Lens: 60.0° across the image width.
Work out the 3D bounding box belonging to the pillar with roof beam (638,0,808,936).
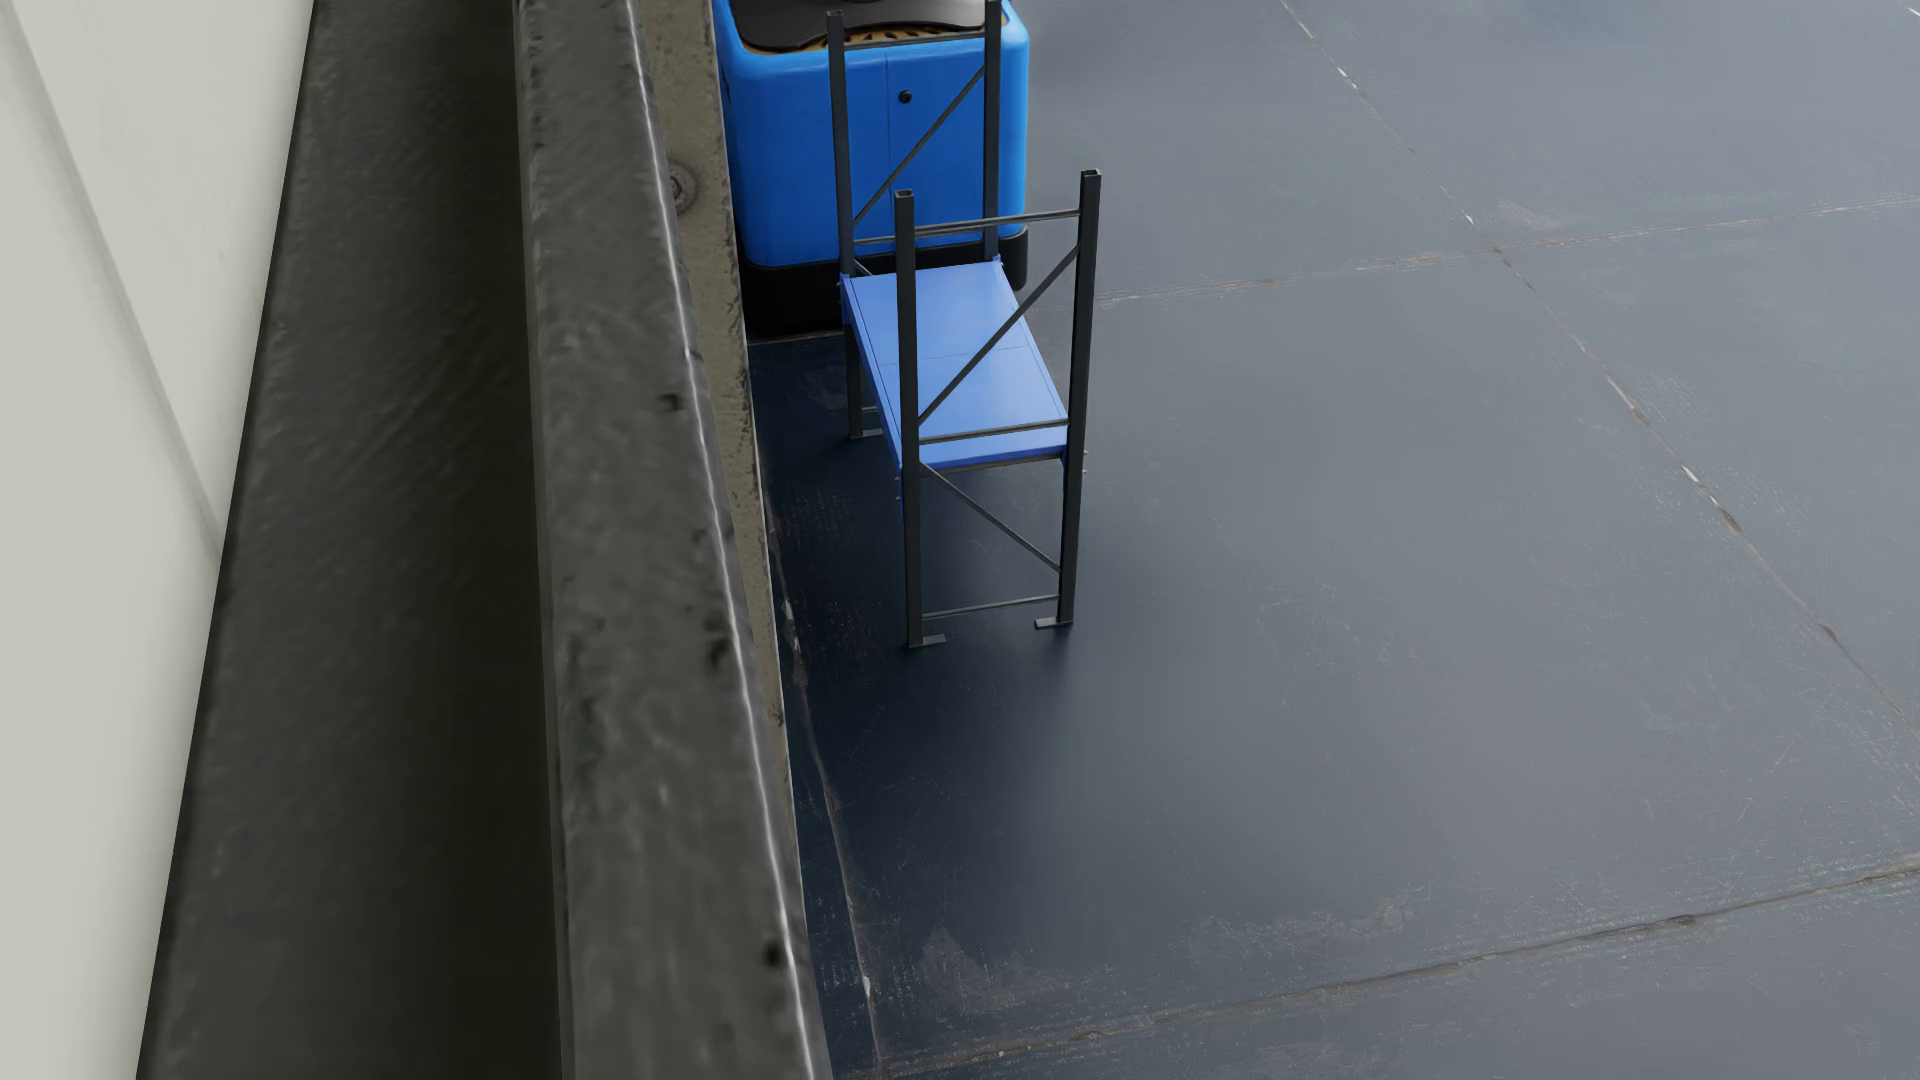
[{"bbox_3d":[3.726,-2.694,1.507,9.100,9.000,0.400,-8,42,-9],"label":"pillar with roof beam"}]

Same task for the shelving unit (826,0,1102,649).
[{"bbox_3d":[-0.018,-0.616,4.814,0.538,1.500,1.048,-8,42,-9],"label":"shelving unit"}]

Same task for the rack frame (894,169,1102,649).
[{"bbox_3d":[0.091,-0.287,4.443,0.500,1.500,0.032,-8,42,-9],"label":"rack frame"}]

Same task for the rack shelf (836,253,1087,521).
[{"bbox_3d":[-0.018,-0.482,4.934,0.538,0.185,1.000,-8,42,-9],"label":"rack shelf"}]

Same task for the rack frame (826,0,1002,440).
[{"bbox_3d":[-0.128,-0.946,5.186,0.500,1.500,0.032,-8,42,-9],"label":"rack frame"}]

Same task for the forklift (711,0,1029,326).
[{"bbox_3d":[-0.597,-2.860,6.265,1.130,2.935,3.031,-9,42,-10],"label":"forklift"}]
